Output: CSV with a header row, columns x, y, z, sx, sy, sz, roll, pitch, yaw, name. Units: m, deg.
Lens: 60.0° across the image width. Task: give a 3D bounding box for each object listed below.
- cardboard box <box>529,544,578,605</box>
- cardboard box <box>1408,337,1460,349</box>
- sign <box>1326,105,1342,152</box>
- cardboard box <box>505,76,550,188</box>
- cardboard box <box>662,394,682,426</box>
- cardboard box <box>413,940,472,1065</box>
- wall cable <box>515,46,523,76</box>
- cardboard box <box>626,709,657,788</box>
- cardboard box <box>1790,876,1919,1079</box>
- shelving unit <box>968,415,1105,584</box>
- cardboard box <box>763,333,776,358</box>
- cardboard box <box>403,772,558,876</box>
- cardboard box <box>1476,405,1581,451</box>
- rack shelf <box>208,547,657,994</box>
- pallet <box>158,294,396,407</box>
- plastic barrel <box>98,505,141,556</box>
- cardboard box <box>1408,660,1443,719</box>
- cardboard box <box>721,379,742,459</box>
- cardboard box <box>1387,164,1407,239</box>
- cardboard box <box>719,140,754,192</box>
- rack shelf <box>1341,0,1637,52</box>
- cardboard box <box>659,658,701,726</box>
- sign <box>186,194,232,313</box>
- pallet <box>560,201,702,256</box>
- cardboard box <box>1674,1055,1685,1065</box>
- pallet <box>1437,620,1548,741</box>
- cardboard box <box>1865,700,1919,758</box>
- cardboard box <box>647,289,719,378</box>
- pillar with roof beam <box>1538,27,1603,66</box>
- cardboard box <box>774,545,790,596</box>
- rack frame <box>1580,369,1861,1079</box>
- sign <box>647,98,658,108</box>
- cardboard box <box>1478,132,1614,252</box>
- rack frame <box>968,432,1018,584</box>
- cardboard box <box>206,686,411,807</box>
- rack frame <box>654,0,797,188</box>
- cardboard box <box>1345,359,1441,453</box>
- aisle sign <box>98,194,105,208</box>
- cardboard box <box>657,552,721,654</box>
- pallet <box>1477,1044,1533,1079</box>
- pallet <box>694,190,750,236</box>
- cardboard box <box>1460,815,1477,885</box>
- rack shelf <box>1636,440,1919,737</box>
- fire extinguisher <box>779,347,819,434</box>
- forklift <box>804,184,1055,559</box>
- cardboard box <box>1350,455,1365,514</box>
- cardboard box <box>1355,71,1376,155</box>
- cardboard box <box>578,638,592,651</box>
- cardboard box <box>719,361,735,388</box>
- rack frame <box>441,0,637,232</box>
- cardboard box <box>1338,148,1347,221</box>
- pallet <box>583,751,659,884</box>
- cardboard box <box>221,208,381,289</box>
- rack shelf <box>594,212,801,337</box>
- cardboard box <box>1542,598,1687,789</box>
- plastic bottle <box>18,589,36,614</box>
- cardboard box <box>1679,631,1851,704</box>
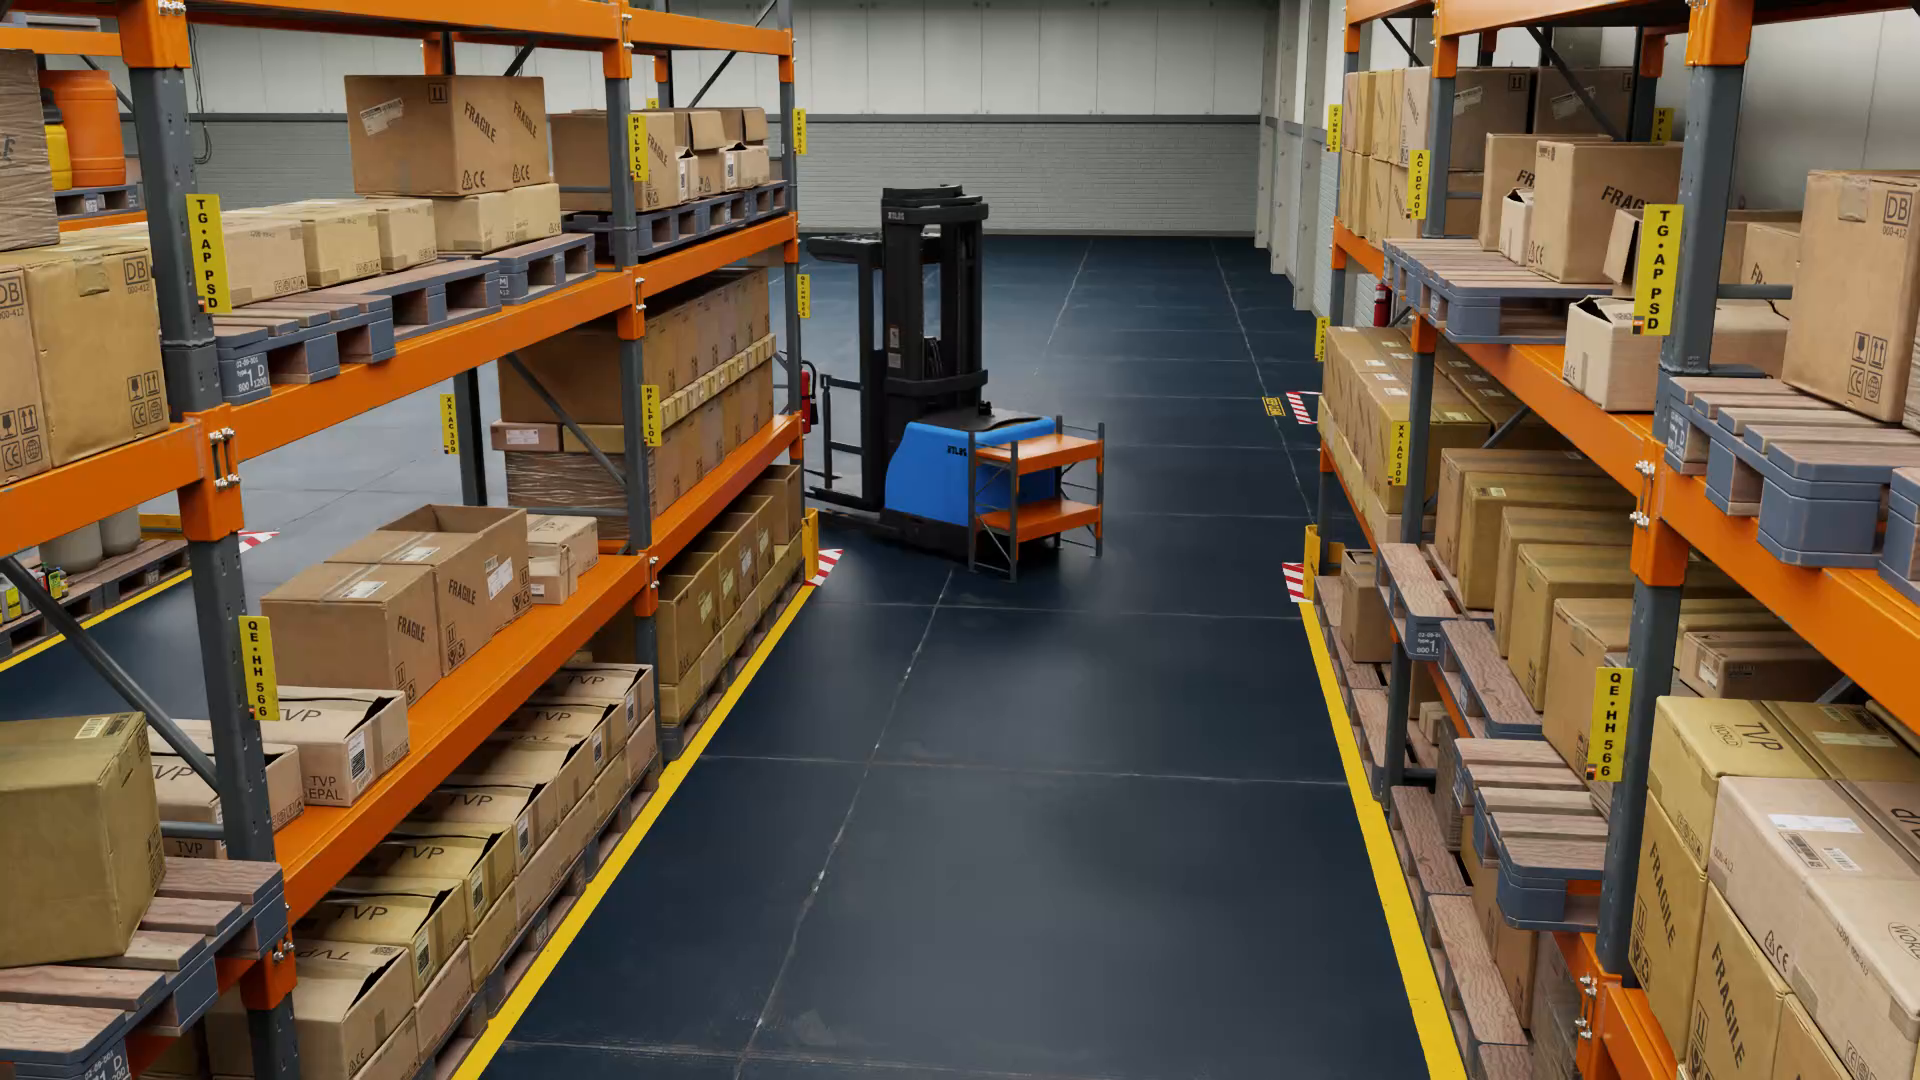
x,y,z,sx,sy,sz,roll,pitch,yaw,name
-2.088,0.151,8.116,0.396,0.266,0.258,1,15,5,cardboard box
3.294,-1.081,11.225,0.500,0.500,0.500,2,15,7,cardboard box
2.664,-2.926,11.816,0.100,0.325,0.005,2,15,6,sign
-2.280,-1.929,7.850,0.500,0.500,0.500,2,15,7,cardboard box
-1.864,-0.773,9.841,0.380,0.149,0.250,2,15,6,cardboard box
-2.215,1.757,6.382,0.500,0.250,0.500,1,15,5,cardboard box
-12.853,-14.521,44.109,2.305,6.003,0.169,2,15,6,wall cable
-1.930,1.093,8.837,0.500,0.250,0.500,2,15,6,cardboard box
1.881,0.850,3.034,0.500,0.250,0.500,2,15,7,cardboard box
0.613,-0.345,13.281,1.048,1.125,0.538,-15,21,-43,shelving unit
-1.573,-1.442,12.314,0.380,0.149,0.250,1,15,5,cardboard box
-2.103,1.214,7.314,0.500,0.311,0.500,2,15,6,cardboard box
3.012,-0.418,8.773,0.500,0.500,0.500,1,15,5,cardboard box
-2.396,0.718,7.138,1.077,0.370,4.000,2,15,6,rack shelf
-2.634,-0.646,5.419,1.213,0.211,1.003,2,15,9,pallet
-6.639,-0.161,12.972,0.421,0.512,0.421,0,15,0,plastic barrel
2.829,0.721,9.695,0.500,0.500,0.500,1,15,2,cardboard box
-1.901,-0.848,11.359,0.700,0.500,0.500,2,15,7,cardboard box
2.633,-1.778,9.014,0.500,0.500,0.500,0,15,2,cardboard box
-1.650,-2.410,10.679,0.500,0.311,0.500,4,16,13,cardboard box
2.977,-3.069,9.656,1.077,0.370,4.000,2,15,6,rack shelf
-1.817,0.865,9.678,0.500,0.250,0.500,2,15,6,cardboard box
-2.083,-0.791,4.605,0.100,0.325,0.005,2,15,6,sign
-2.100,-1.775,9.403,1.003,0.211,1.213,2,15,6,pallet
1.996,1.290,4.088,0.380,0.149,0.250,2,15,7,cardboard box
2.483,0.613,6.518,1.003,0.211,1.213,2,15,6,pallet
2.507,0.596,3.974,0.500,0.250,0.500,2,15,8,cardboard box
-1.957,-1.328,10.650,0.700,0.500,0.500,2,15,6,cardboard box
-0.294,-3.856,11.183,9.100,9.000,0.400,2,15,6,pillar with roof beam
-1.531,0.217,12.075,0.500,0.250,0.500,2,15,6,cardboard box
2.300,1.035,4.589,1.000,3.000,0.127,2,15,6,rack frame
-2.270,-3.111,12.349,0.100,0.325,0.005,2,15,6,sign
2.610,-1.562,7.451,0.500,0.500,0.500,4,16,14,cardboard box
0.253,-0.251,12.936,0.032,1.125,0.500,-15,21,-43,rack frame
-2.329,0.706,5.974,0.500,0.311,0.500,2,15,6,cardboard box
-1.719,-4.081,12.016,1.000,3.000,0.127,2,15,6,rack frame
2.674,-0.829,10.292,0.500,0.500,0.500,2,15,8,cardboard box
-6.924,-2.614,13.103,0.394,0.787,0.004,2,15,6,aisle sign
-1.759,0.374,10.059,0.500,0.500,0.500,2,15,6,cardboard box
2.390,2.178,5.703,1.003,0.211,1.213,2,15,6,pallet
-1.960,-2.091,10.570,1.003,0.211,1.213,2,15,6,pallet
2.677,1.318,7.486,0.700,0.500,0.500,1,15,5,cardboard box
2.075,0.453,2.373,1.077,0.370,4.000,2,15,6,rack shelf
-1.245,-1.165,12.872,0.296,0.674,0.183,2,15,6,fire extinguisher
-0.611,-1.564,14.331,3.031,2.935,1.130,14,20,41,forklift
2.610,-0.332,9.891,0.500,0.250,0.500,2,15,6,cardboard box
2.765,-2.674,10.414,0.500,0.500,0.500,2,15,8,cardboard box
-2.268,0.359,10.115,0.500,0.500,0.500,2,15,6,cardboard box
-1.718,-1.106,11.072,0.380,0.149,0.250,2,15,8,cardboard box
-2.171,-3.044,8.179,1.000,3.000,0.127,2,15,6,rack frame
2.917,-2.467,11.562,0.500,0.500,0.500,2,15,8,cardboard box
-2.215,1.391,8.615,1.003,0.211,1.213,2,15,6,pallet
-2.510,-1.093,6.192,0.500,0.250,0.500,1,15,5,cardboard box
-1.945,-1.767,10.583,1.077,0.370,4.000,2,15,6,rack shelf
2.380,0.506,5.510,0.700,0.500,0.500,0,15,1,cardboard box
-6.484,0.360,11.459,0.152,0.276,0.135,1,15,5,plastic bottle
2.309,0.370,4.768,0.380,0.149,0.250,0,15,-1,cardboard box
